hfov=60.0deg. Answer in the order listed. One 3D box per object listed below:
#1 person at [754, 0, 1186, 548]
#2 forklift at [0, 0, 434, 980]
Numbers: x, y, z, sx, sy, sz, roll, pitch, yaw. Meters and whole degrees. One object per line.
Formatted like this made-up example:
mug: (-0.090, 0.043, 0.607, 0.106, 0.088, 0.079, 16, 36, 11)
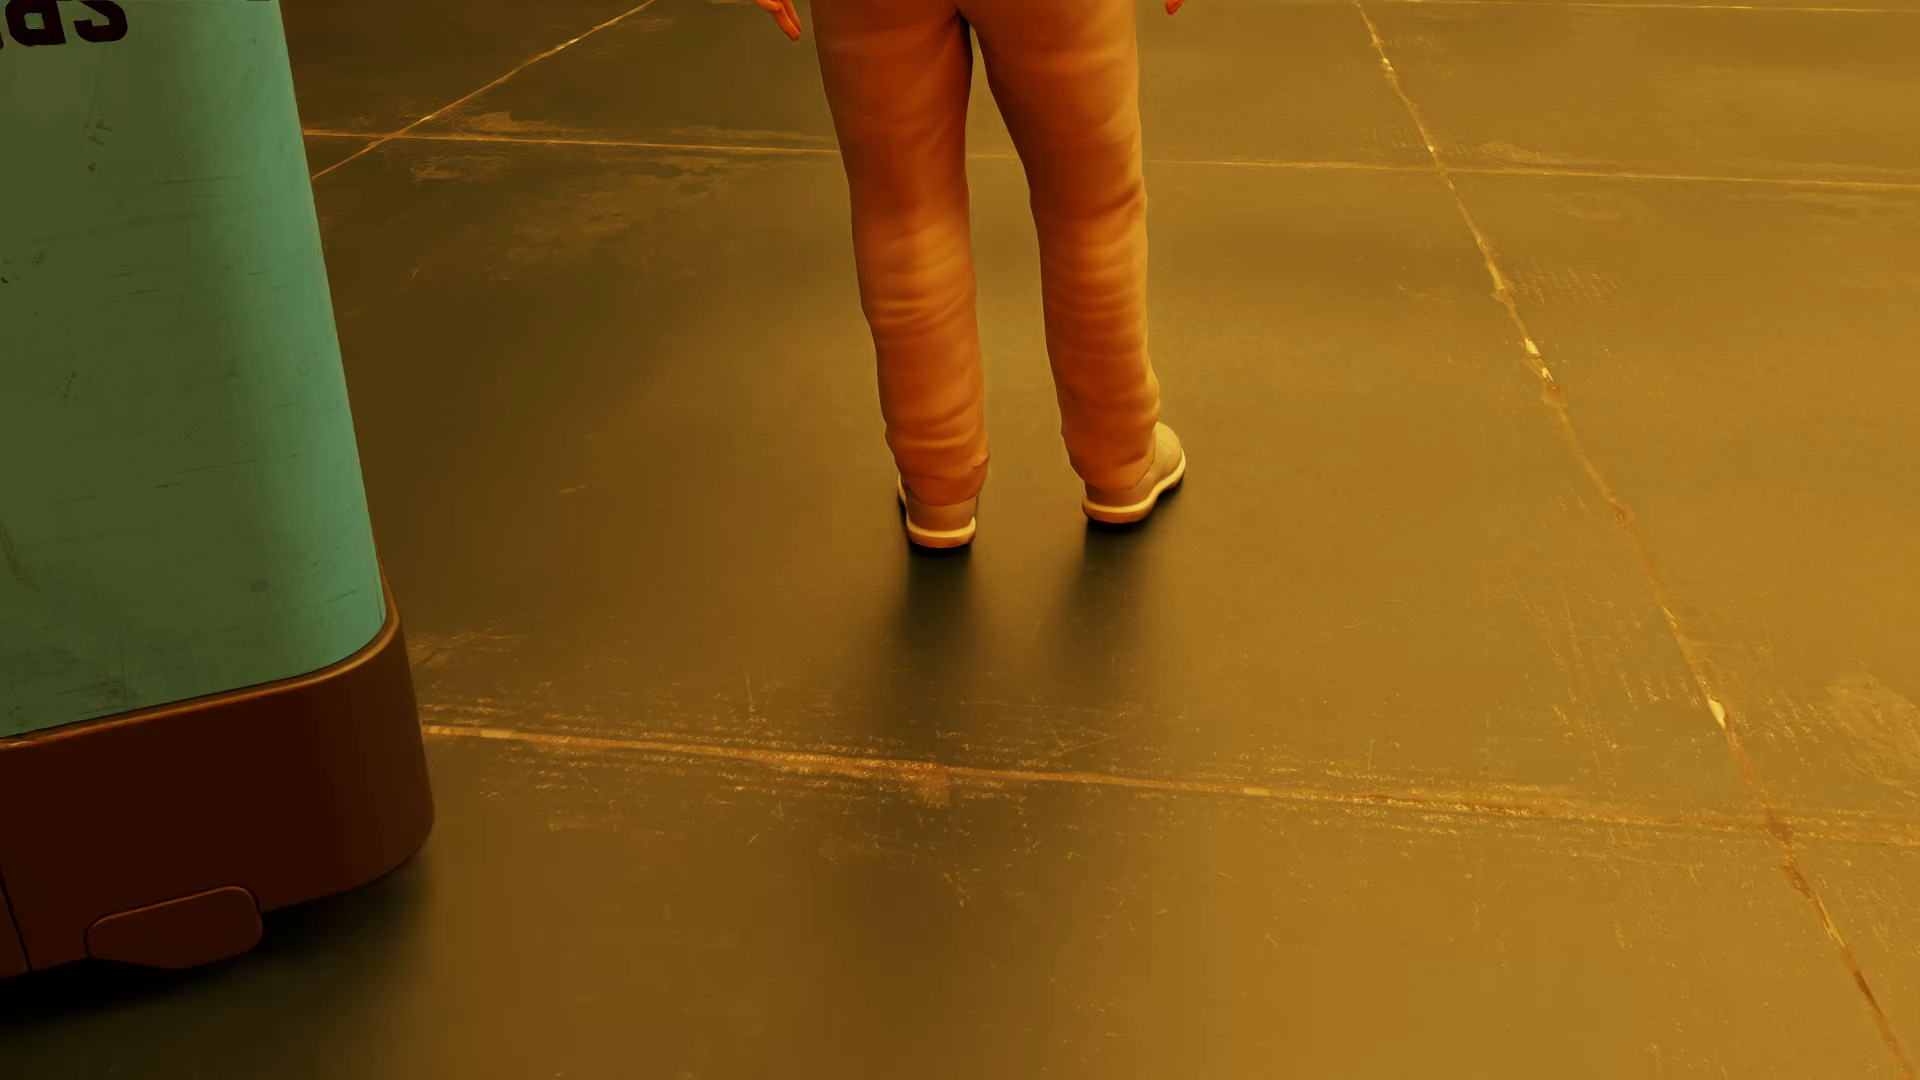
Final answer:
person: (0.023, -0.820, 2.189, 0.641, 1.728, 0.550, 3, 27, 7)
forklift: (-2.109, -0.843, 0.907, 3.031, 2.935, 1.130, -12, 29, -22)
